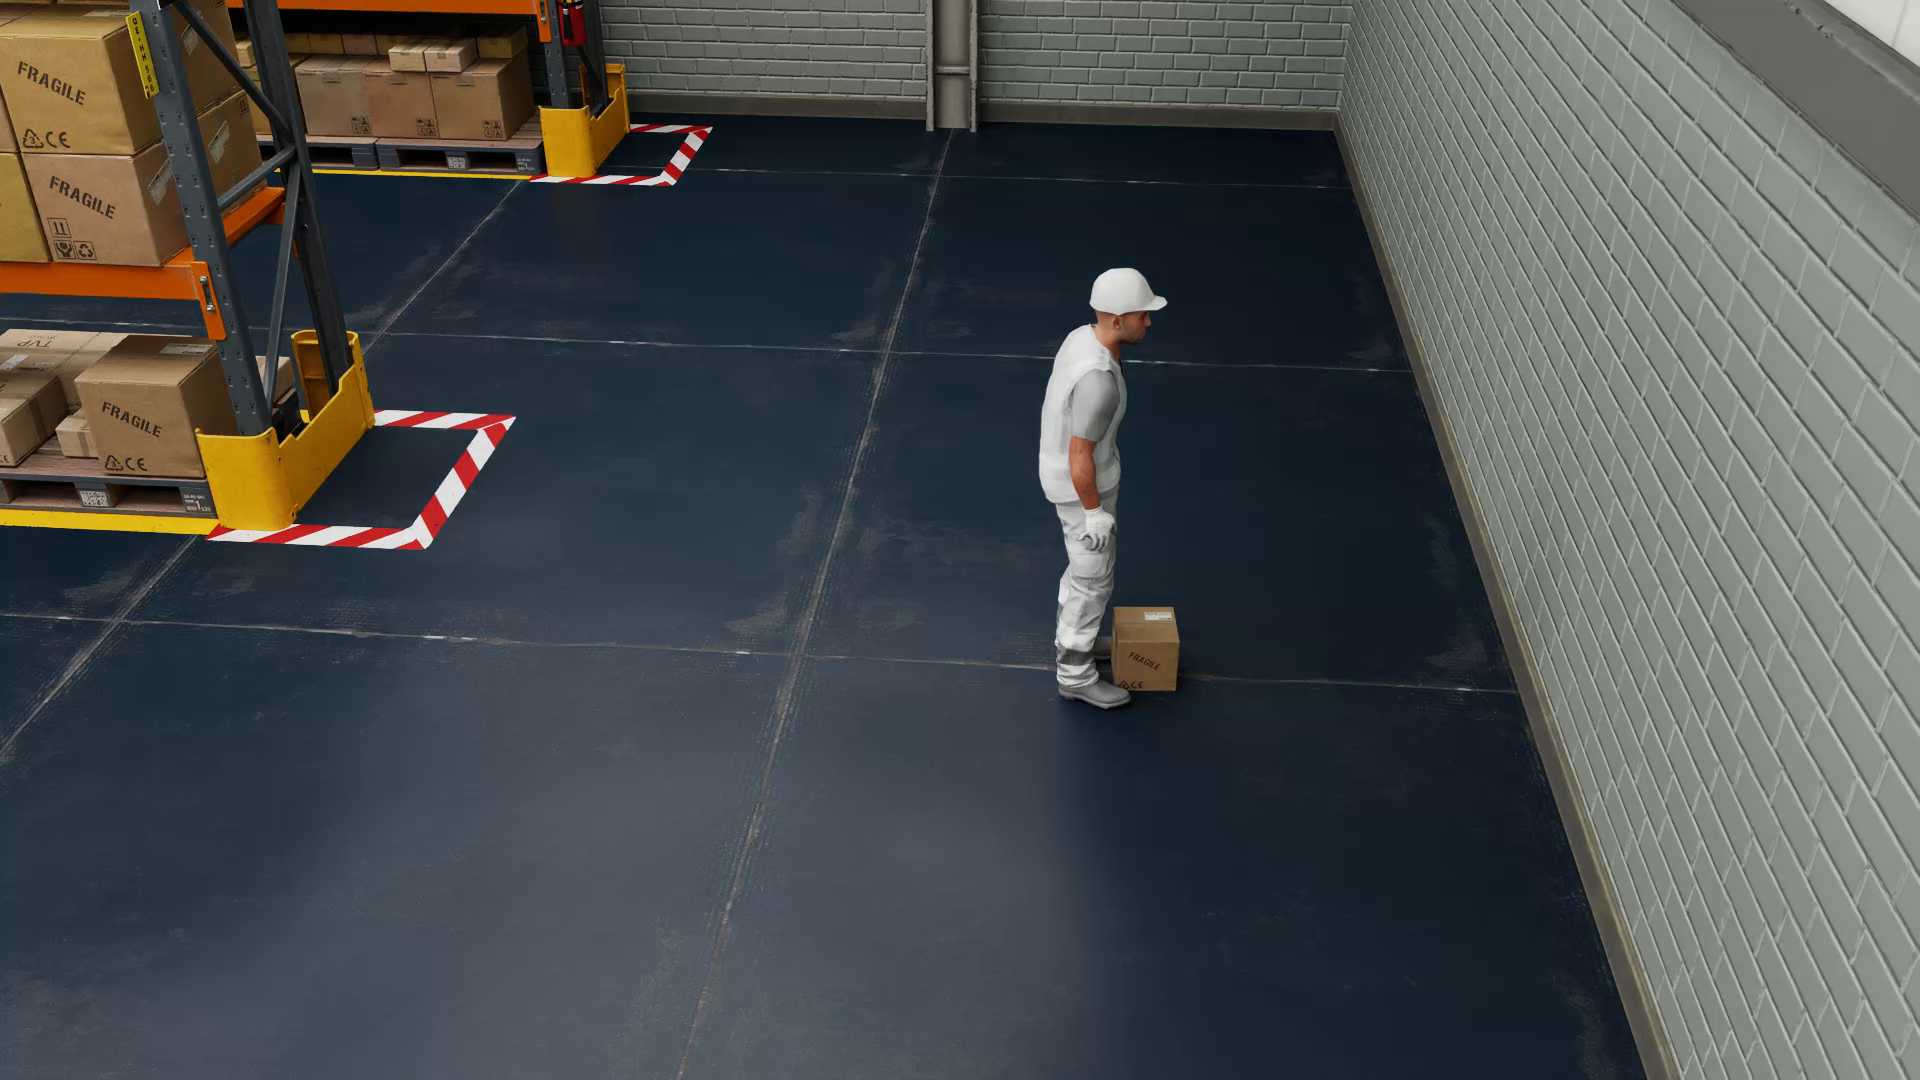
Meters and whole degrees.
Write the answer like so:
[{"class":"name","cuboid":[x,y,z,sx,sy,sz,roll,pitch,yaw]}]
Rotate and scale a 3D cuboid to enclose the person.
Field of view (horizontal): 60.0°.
[{"class":"person","cuboid":[0.529,-0.208,6.461,0.452,1.775,0.605,3,32,4]}]
